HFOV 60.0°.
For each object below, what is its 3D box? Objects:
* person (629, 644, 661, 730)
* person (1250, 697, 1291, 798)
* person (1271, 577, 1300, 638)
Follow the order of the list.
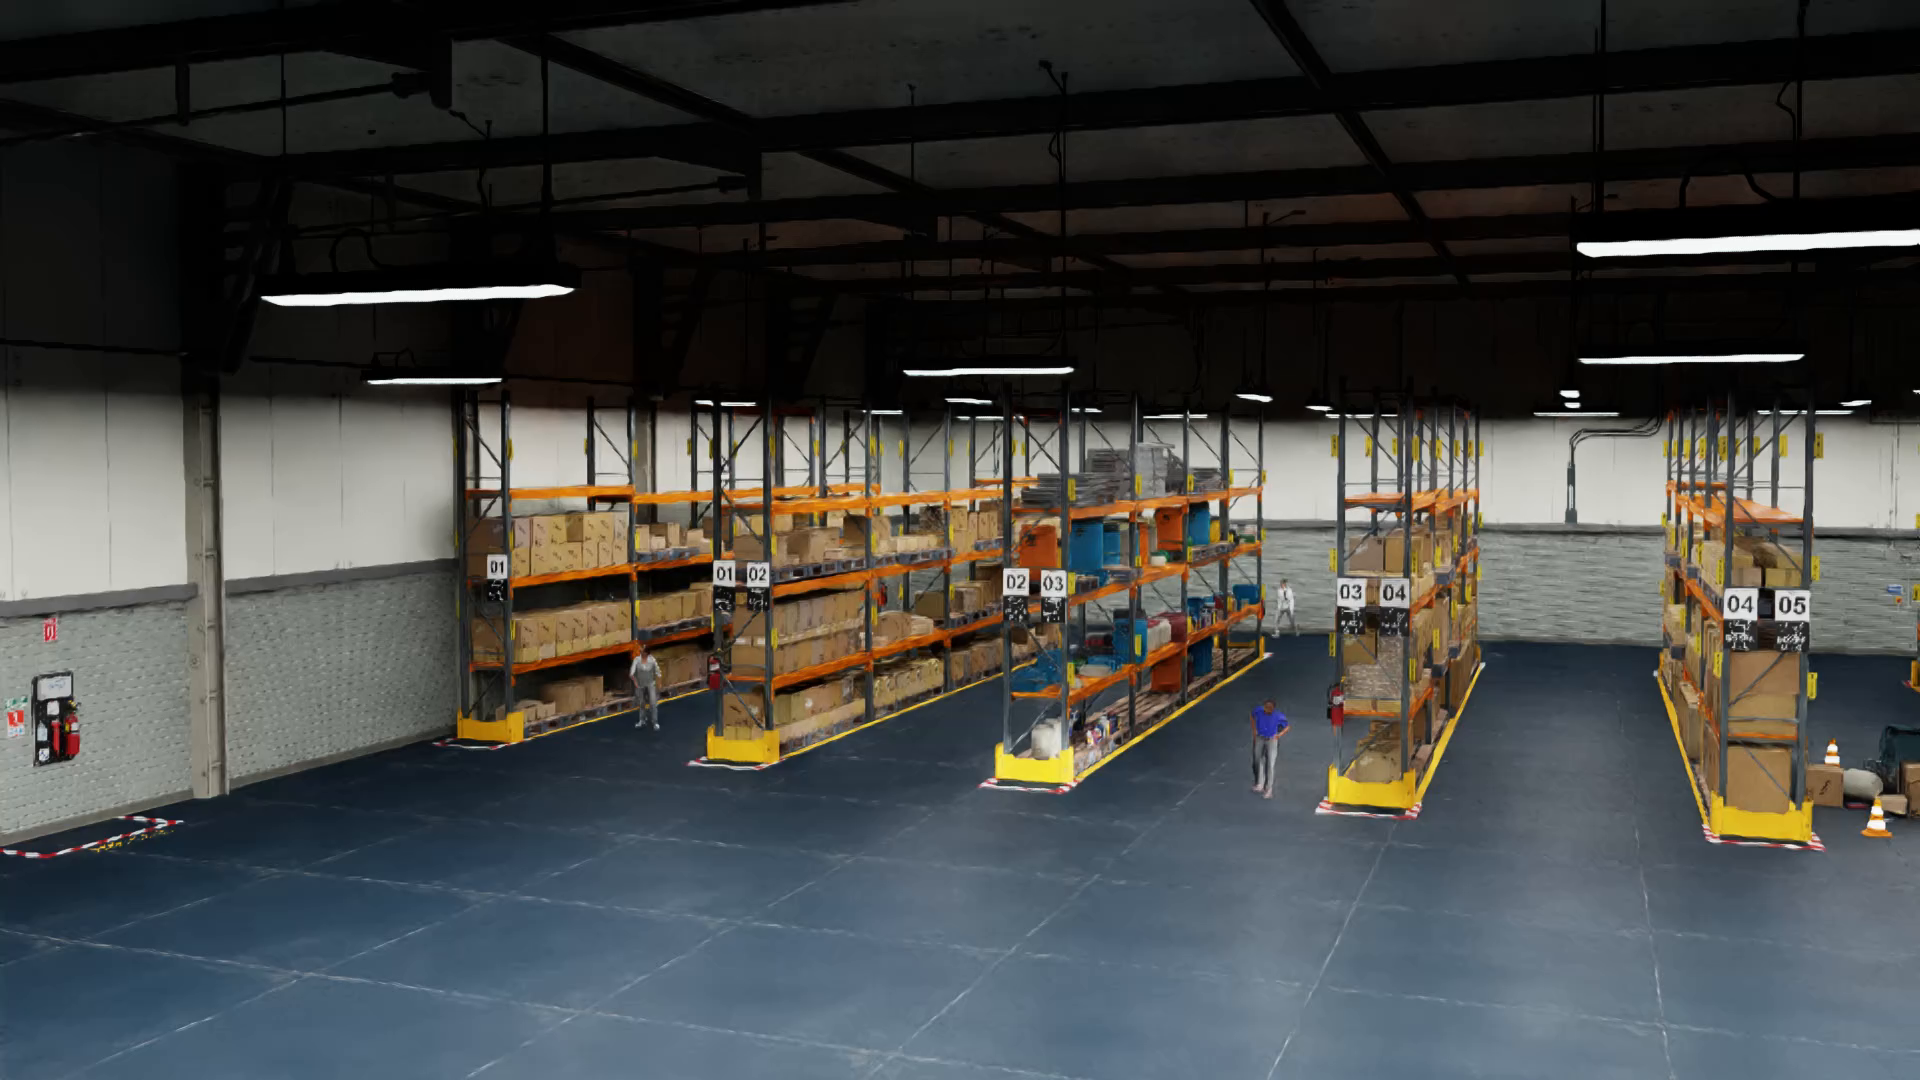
[{"bbox_3d":[-5.584,2.599,29.637,0.572,1.524,0.755,0,3,0],"label":"person"},{"bbox_3d":[4.476,2.955,24.033,0.601,1.480,0.784,1,3,22],"label":"person"},{"bbox_3d":[8.624,1.774,43.938,0.521,1.609,0.938,3,4,42],"label":"person"}]
